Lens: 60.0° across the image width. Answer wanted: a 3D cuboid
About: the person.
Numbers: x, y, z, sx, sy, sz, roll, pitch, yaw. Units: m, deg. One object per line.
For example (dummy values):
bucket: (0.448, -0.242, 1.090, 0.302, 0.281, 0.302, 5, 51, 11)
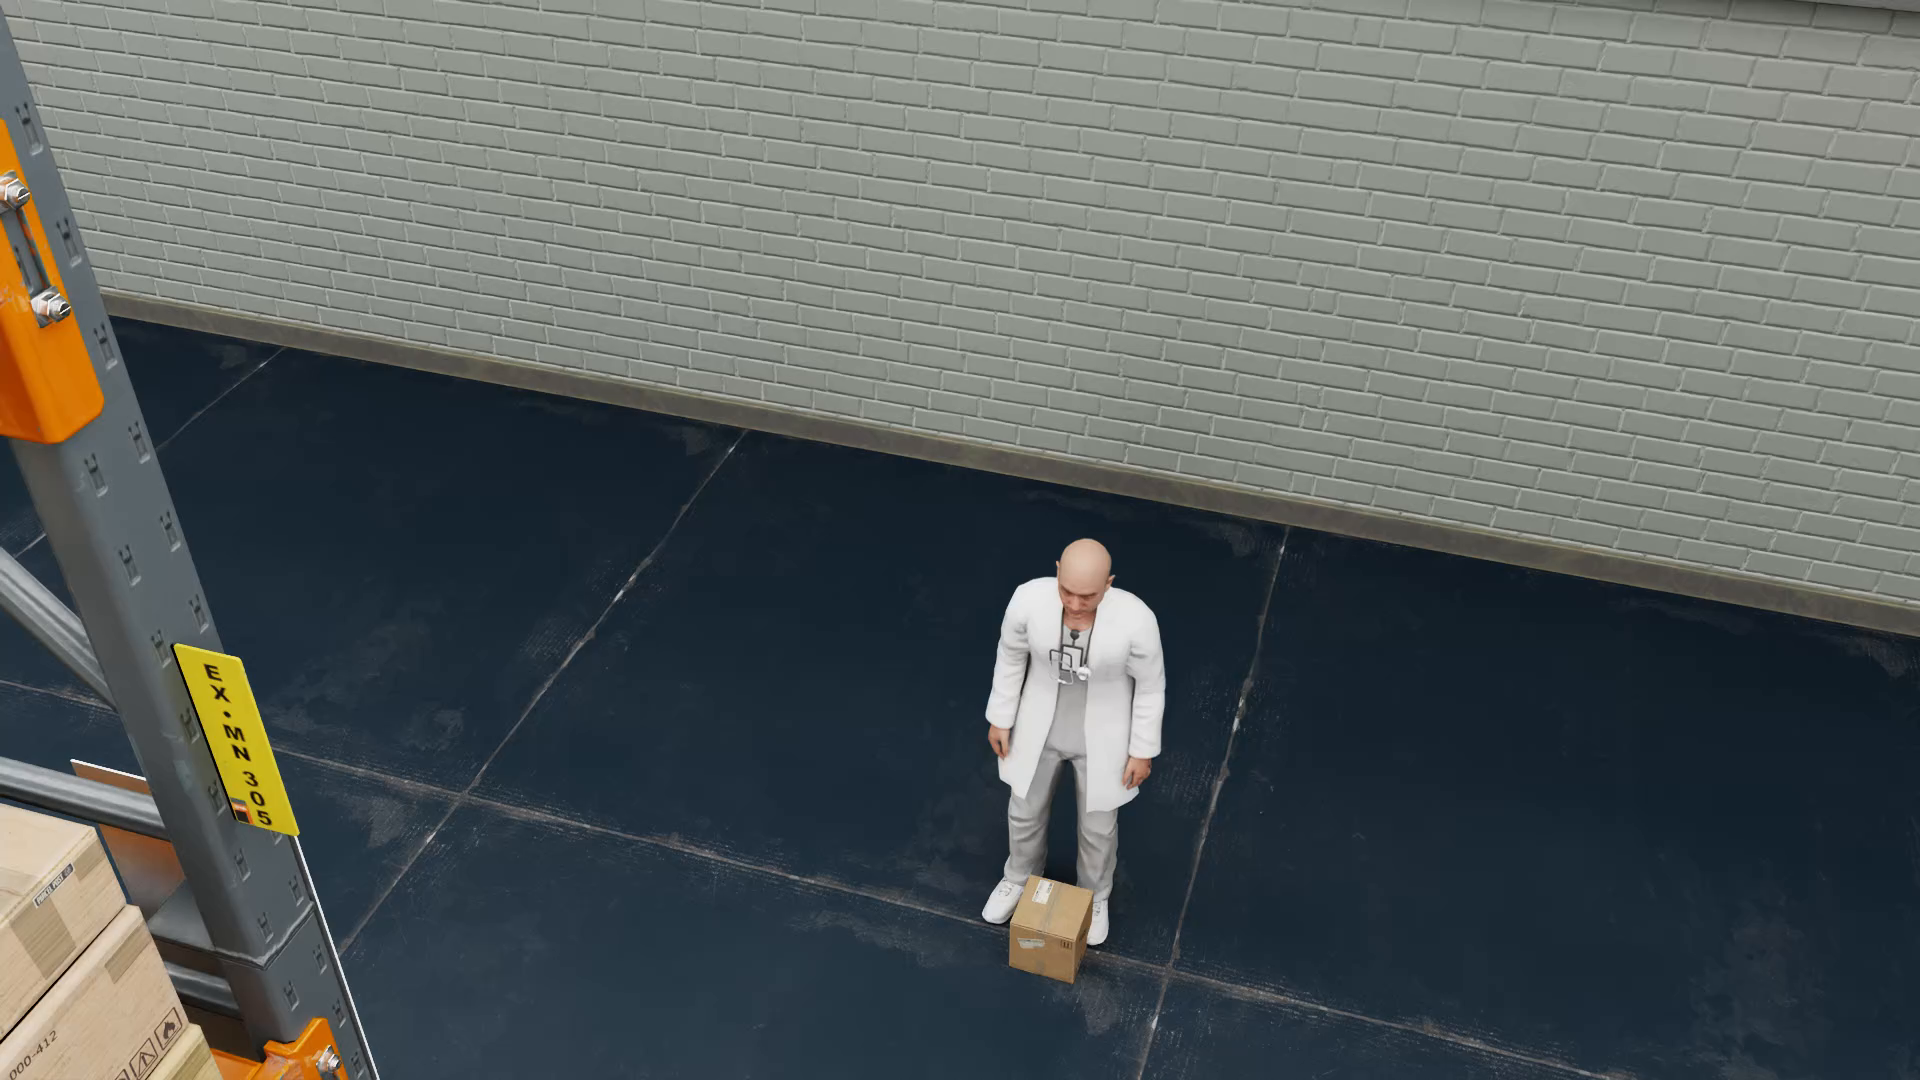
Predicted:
person: (0.403, 0.700, 5.961, 0.644, 1.774, 0.426, 11, 38, 14)
